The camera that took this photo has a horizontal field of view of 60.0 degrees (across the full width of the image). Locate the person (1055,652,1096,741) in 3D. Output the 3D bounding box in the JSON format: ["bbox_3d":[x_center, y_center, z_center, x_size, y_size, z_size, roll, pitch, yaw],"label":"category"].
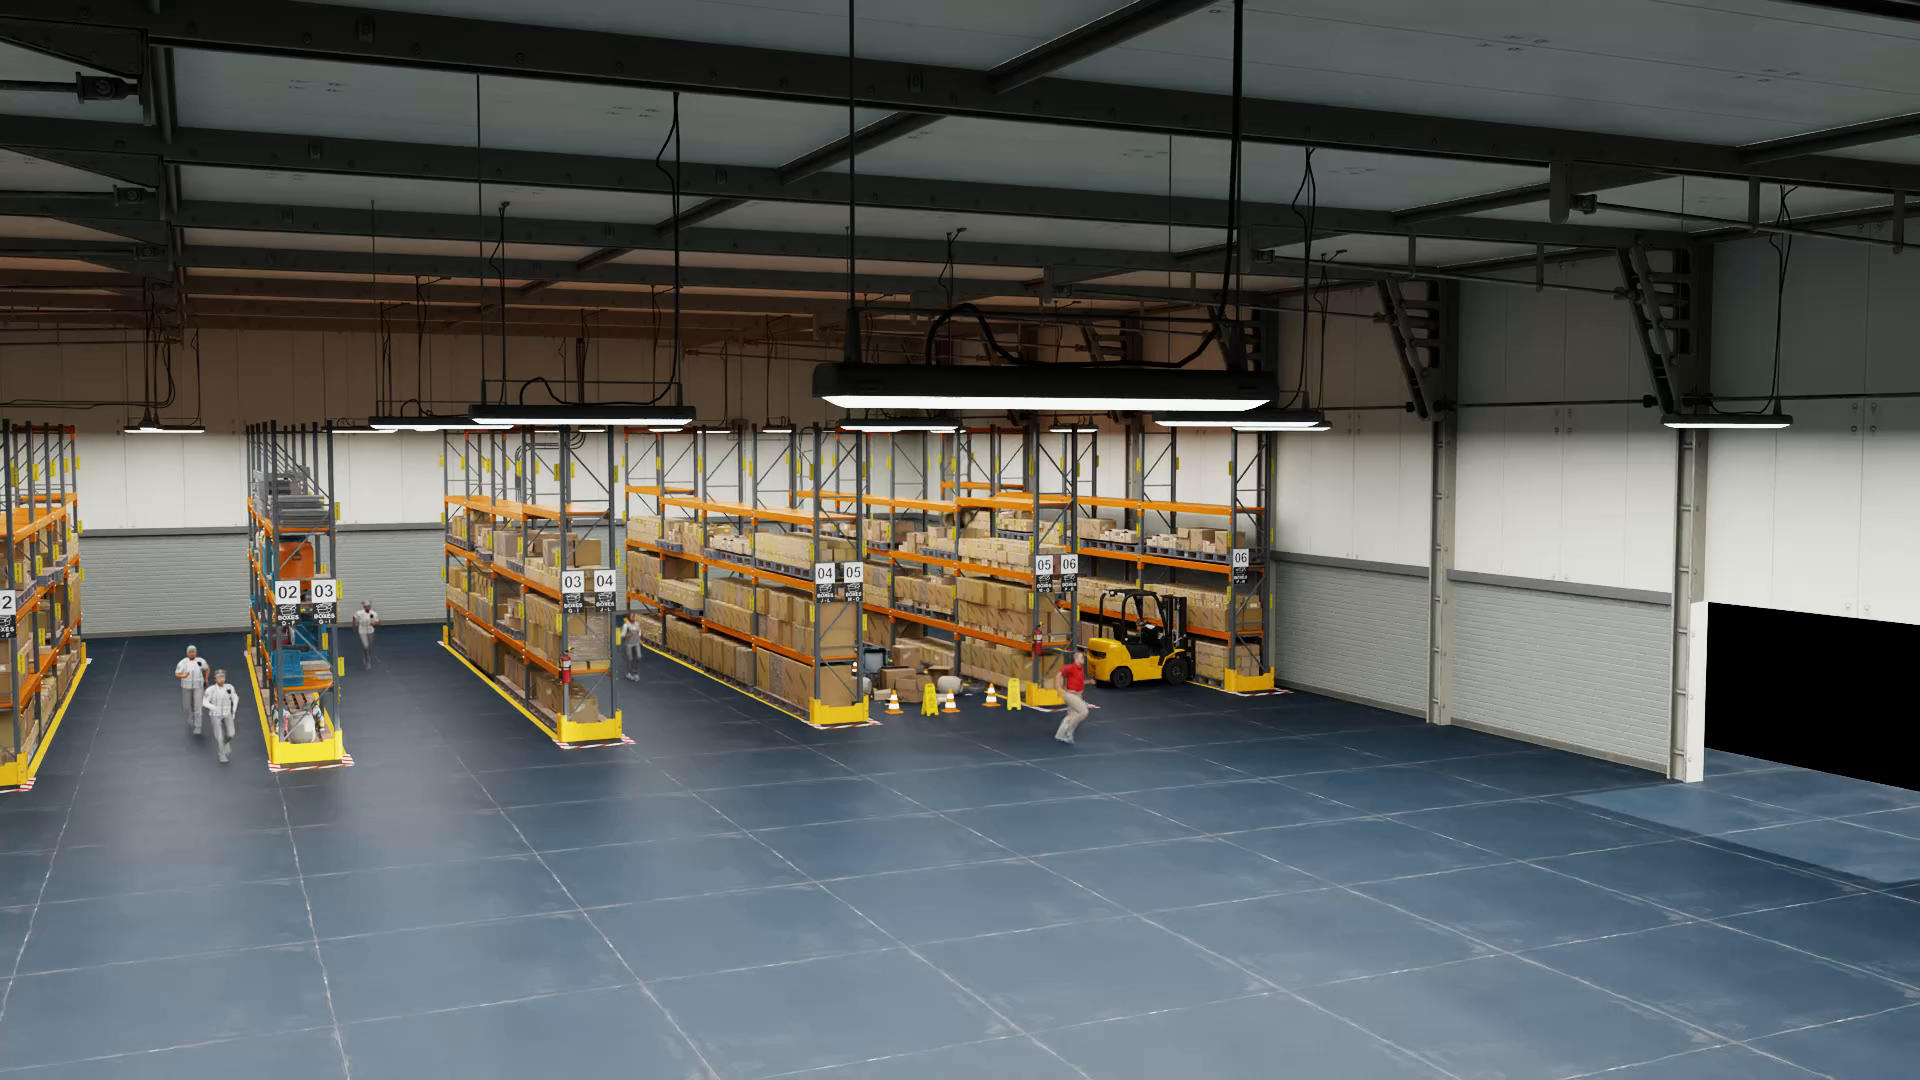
[{"bbox_3d":[2.149,2.930,30.961,0.775,1.675,0.701,2,4,26],"label":"person"}]

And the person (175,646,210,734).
[{"bbox_3d":[-14.839,2.863,32.173,0.607,1.651,0.941,-1,4,-23],"label":"person"}]

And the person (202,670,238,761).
[{"bbox_3d":[-12.948,3.080,29.179,0.608,1.638,0.561,-2,4,-33],"label":"person"}]

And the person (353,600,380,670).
[{"bbox_3d":[-14.632,2.330,40.996,0.599,1.736,0.848,-2,4,-27],"label":"person"}]

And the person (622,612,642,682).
[{"bbox_3d":[-7.648,2.496,38.878,0.514,1.631,0.653,-2,4,-29],"label":"person"}]
